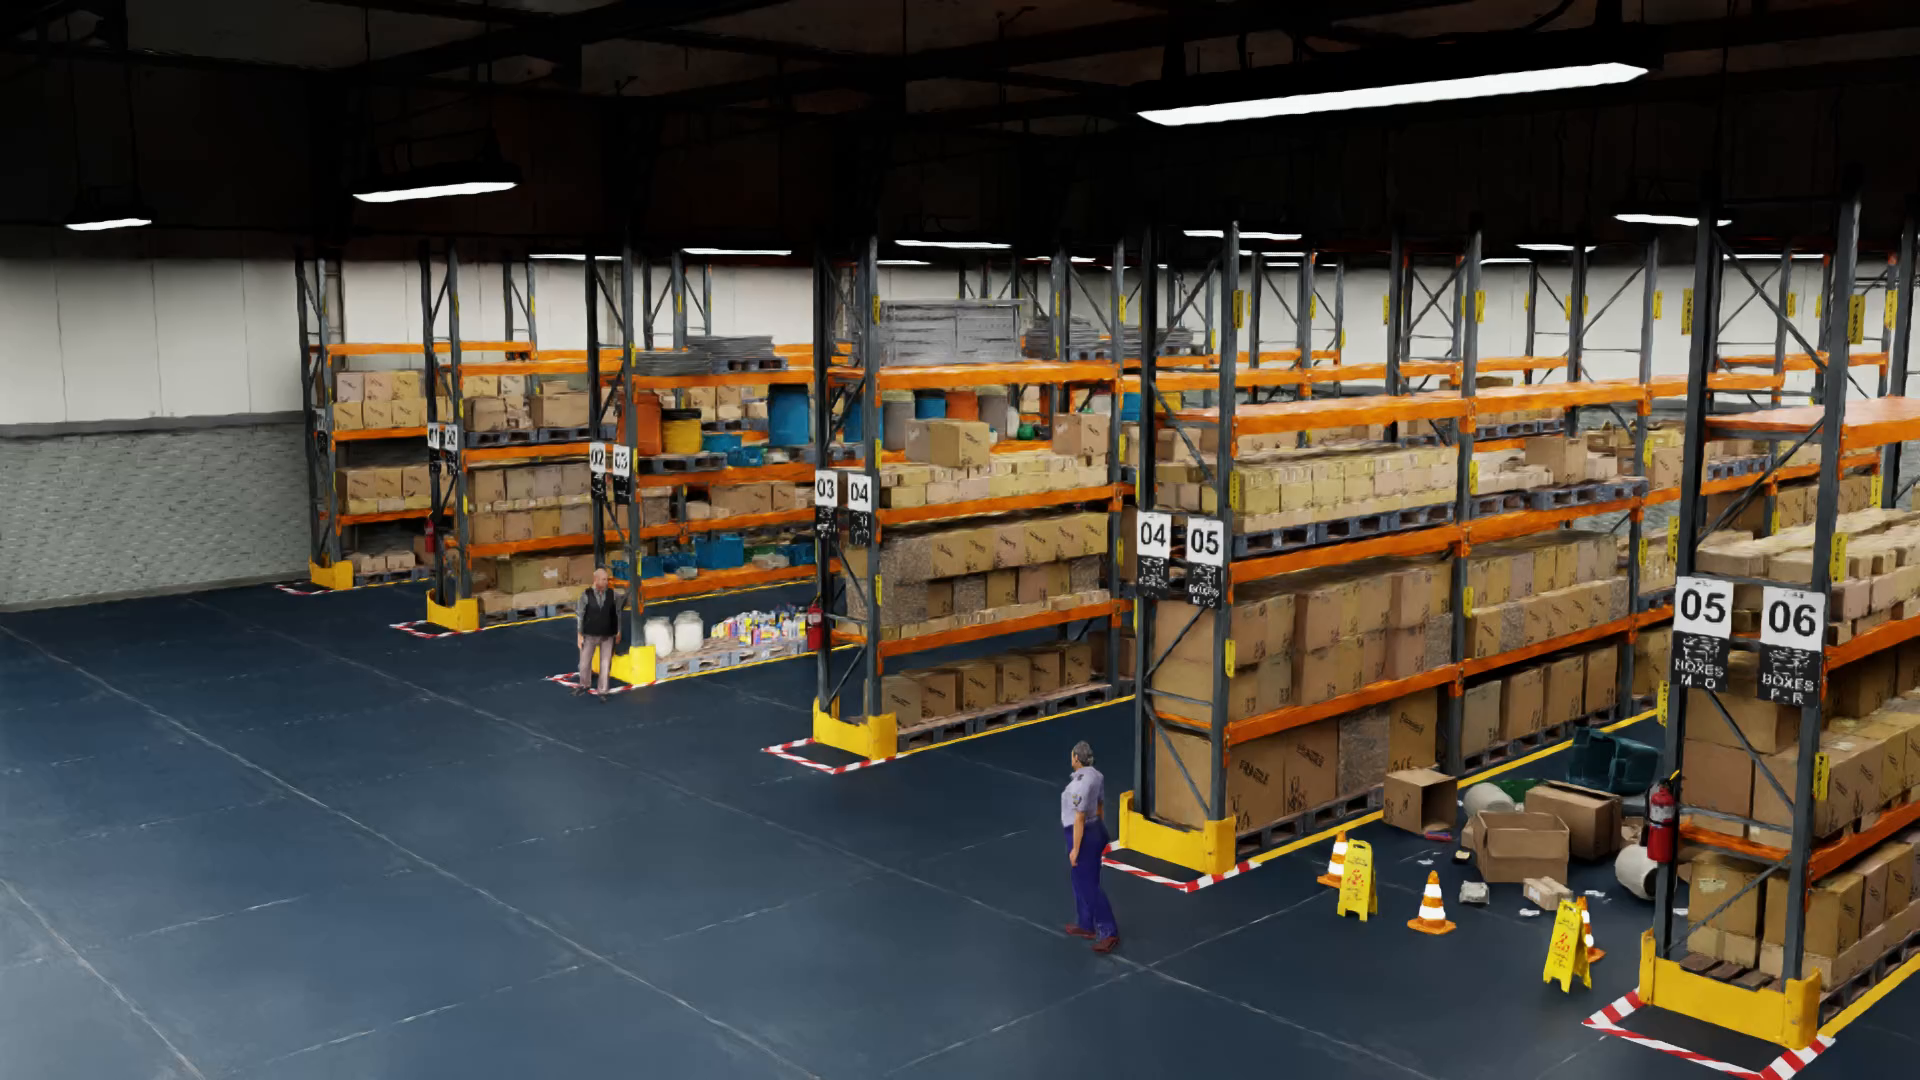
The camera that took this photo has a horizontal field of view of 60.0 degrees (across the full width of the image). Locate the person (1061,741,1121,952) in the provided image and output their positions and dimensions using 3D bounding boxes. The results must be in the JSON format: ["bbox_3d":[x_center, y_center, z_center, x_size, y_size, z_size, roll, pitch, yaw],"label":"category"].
[{"bbox_3d":[1.059,2.429,13.328,0.530,1.636,0.595,3,9,21],"label":"person"}]

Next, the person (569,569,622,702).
[{"bbox_3d":[-4.653,1.210,21.197,0.698,1.713,0.471,-2,9,-16],"label":"person"}]
